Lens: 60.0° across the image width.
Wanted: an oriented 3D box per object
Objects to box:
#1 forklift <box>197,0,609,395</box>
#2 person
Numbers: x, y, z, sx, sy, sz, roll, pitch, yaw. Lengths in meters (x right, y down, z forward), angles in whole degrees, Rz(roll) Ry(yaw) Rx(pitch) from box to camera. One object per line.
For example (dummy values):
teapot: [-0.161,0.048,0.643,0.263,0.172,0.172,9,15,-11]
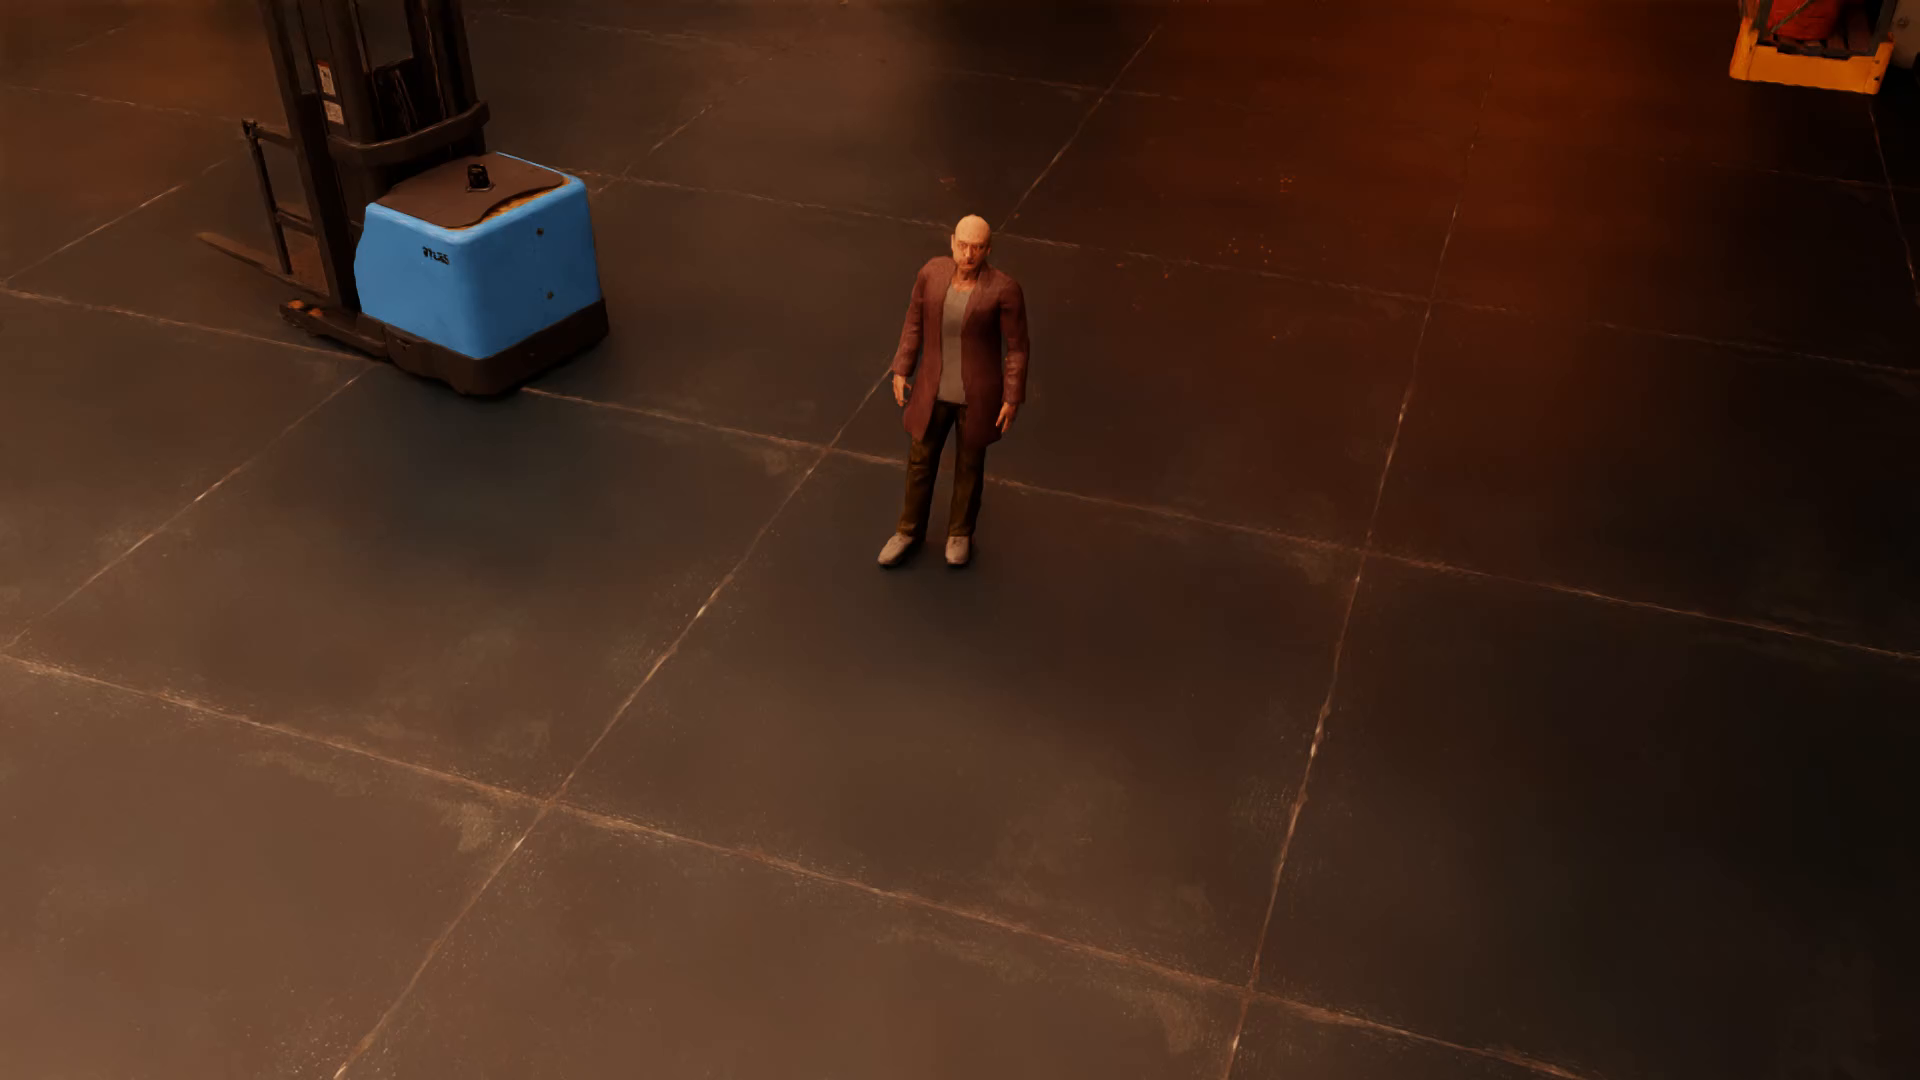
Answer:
forklift: [-3.687,-2.709,9.932,3.031,2.935,1.130,22,41,28]
person: [-0.035,-0.682,8.058,0.694,1.776,0.580,12,37,16]
